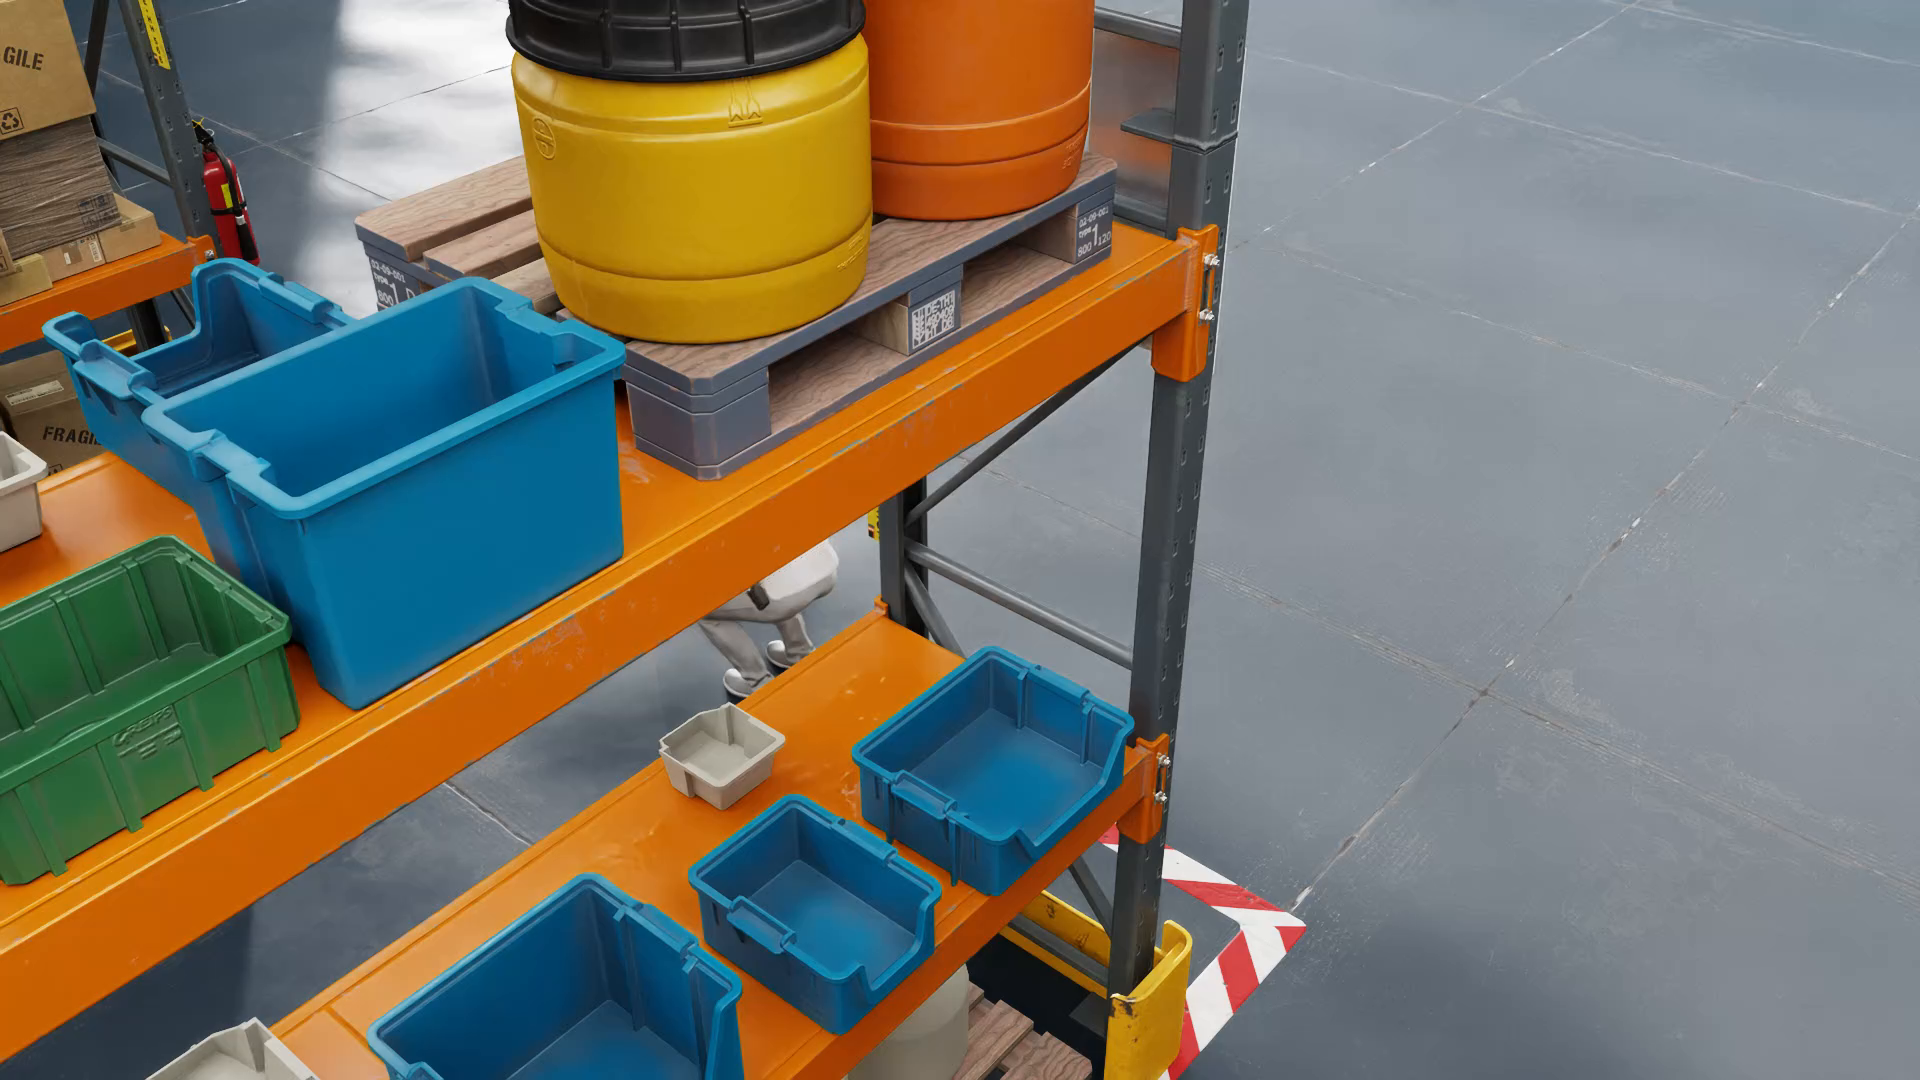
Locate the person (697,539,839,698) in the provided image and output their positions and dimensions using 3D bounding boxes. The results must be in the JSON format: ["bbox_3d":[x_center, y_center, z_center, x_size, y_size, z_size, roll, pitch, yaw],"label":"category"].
[{"bbox_3d":[-0.864,0.091,6.497,0.808,1.116,0.512,26,43,31],"label":"person"}]
